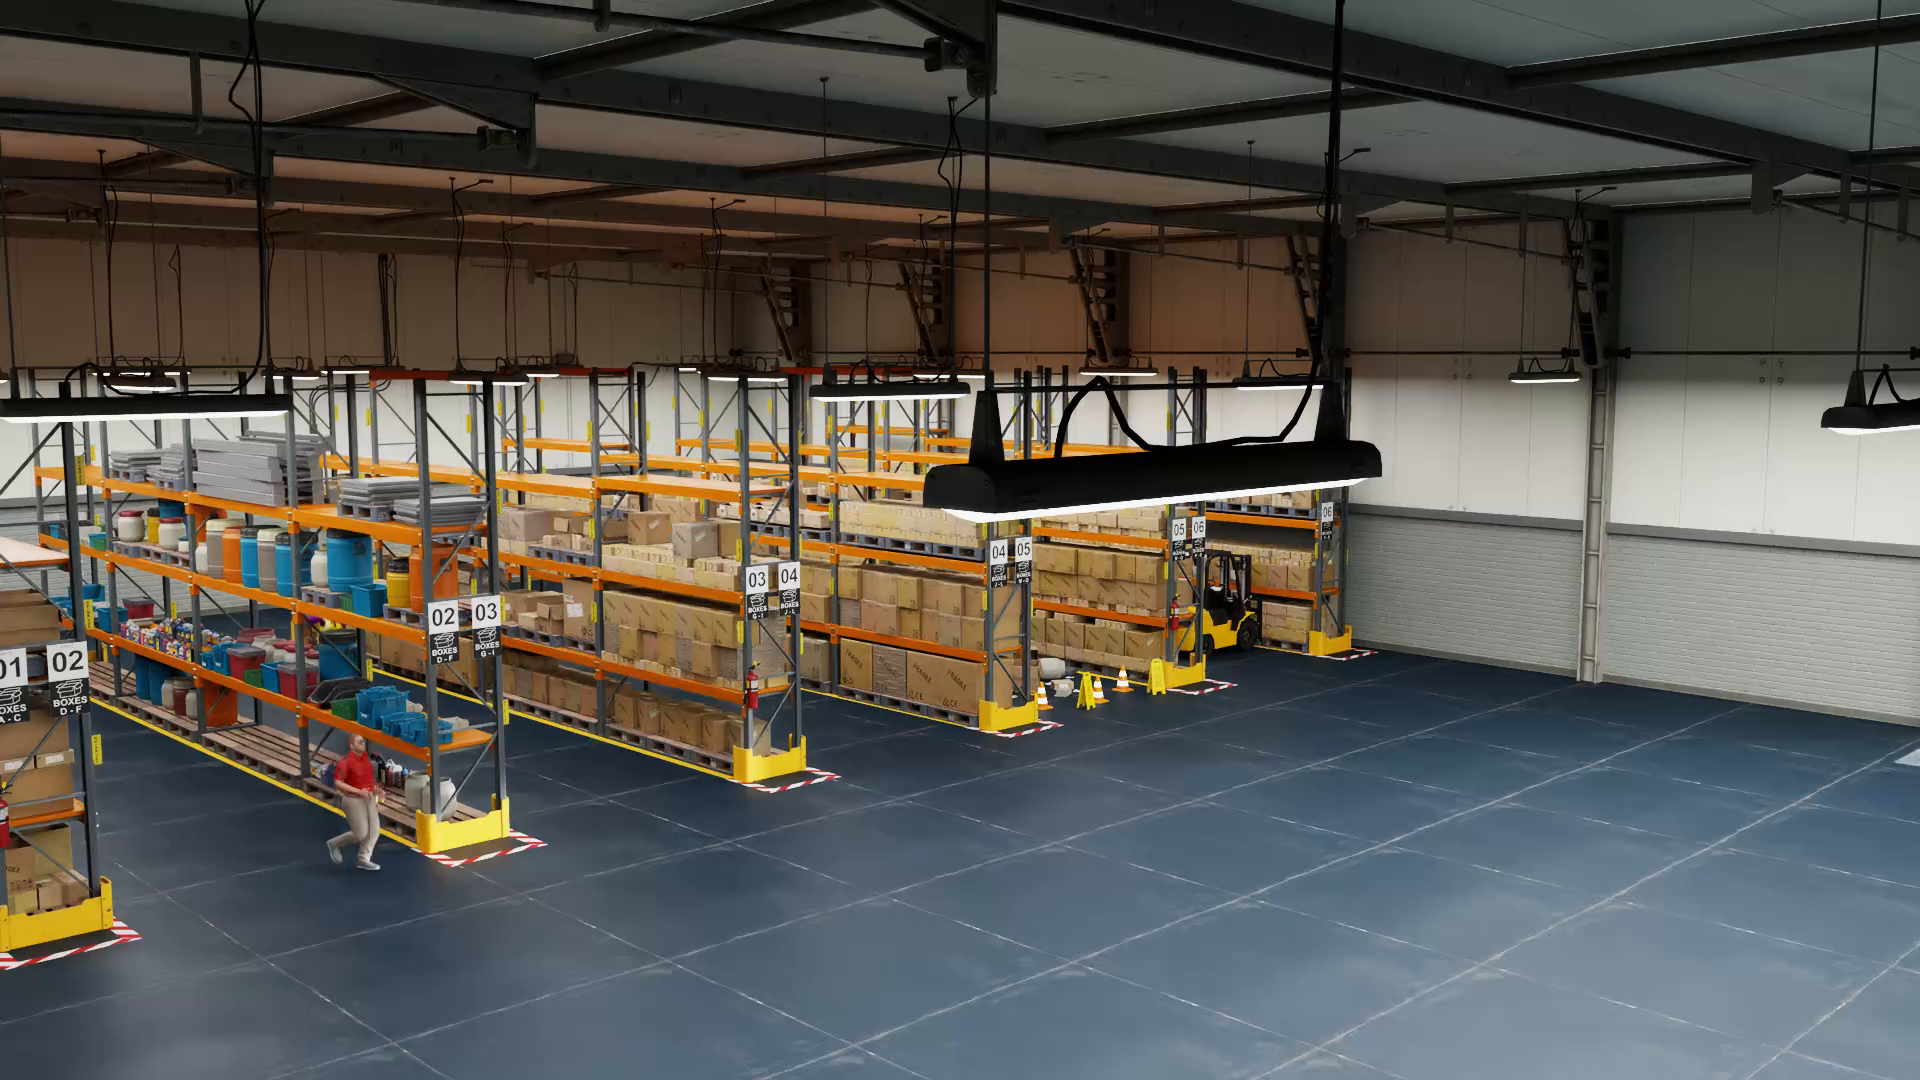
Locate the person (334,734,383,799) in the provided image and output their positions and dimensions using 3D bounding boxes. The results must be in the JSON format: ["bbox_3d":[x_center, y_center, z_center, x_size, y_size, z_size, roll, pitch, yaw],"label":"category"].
[{"bbox_3d":[-7.300,2.791,20.291,0.477,0.856,0.658,2,7,14],"label":"person"}]

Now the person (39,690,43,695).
[{"bbox_3d":[-14.880,2.595,26.537,0.929,1.460,0.528,4,8,34],"label":"person"}]

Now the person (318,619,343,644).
[{"bbox_3d":[-11.777,1.511,31.159,0.488,0.861,0.449,5,8,38],"label":"person"}]
